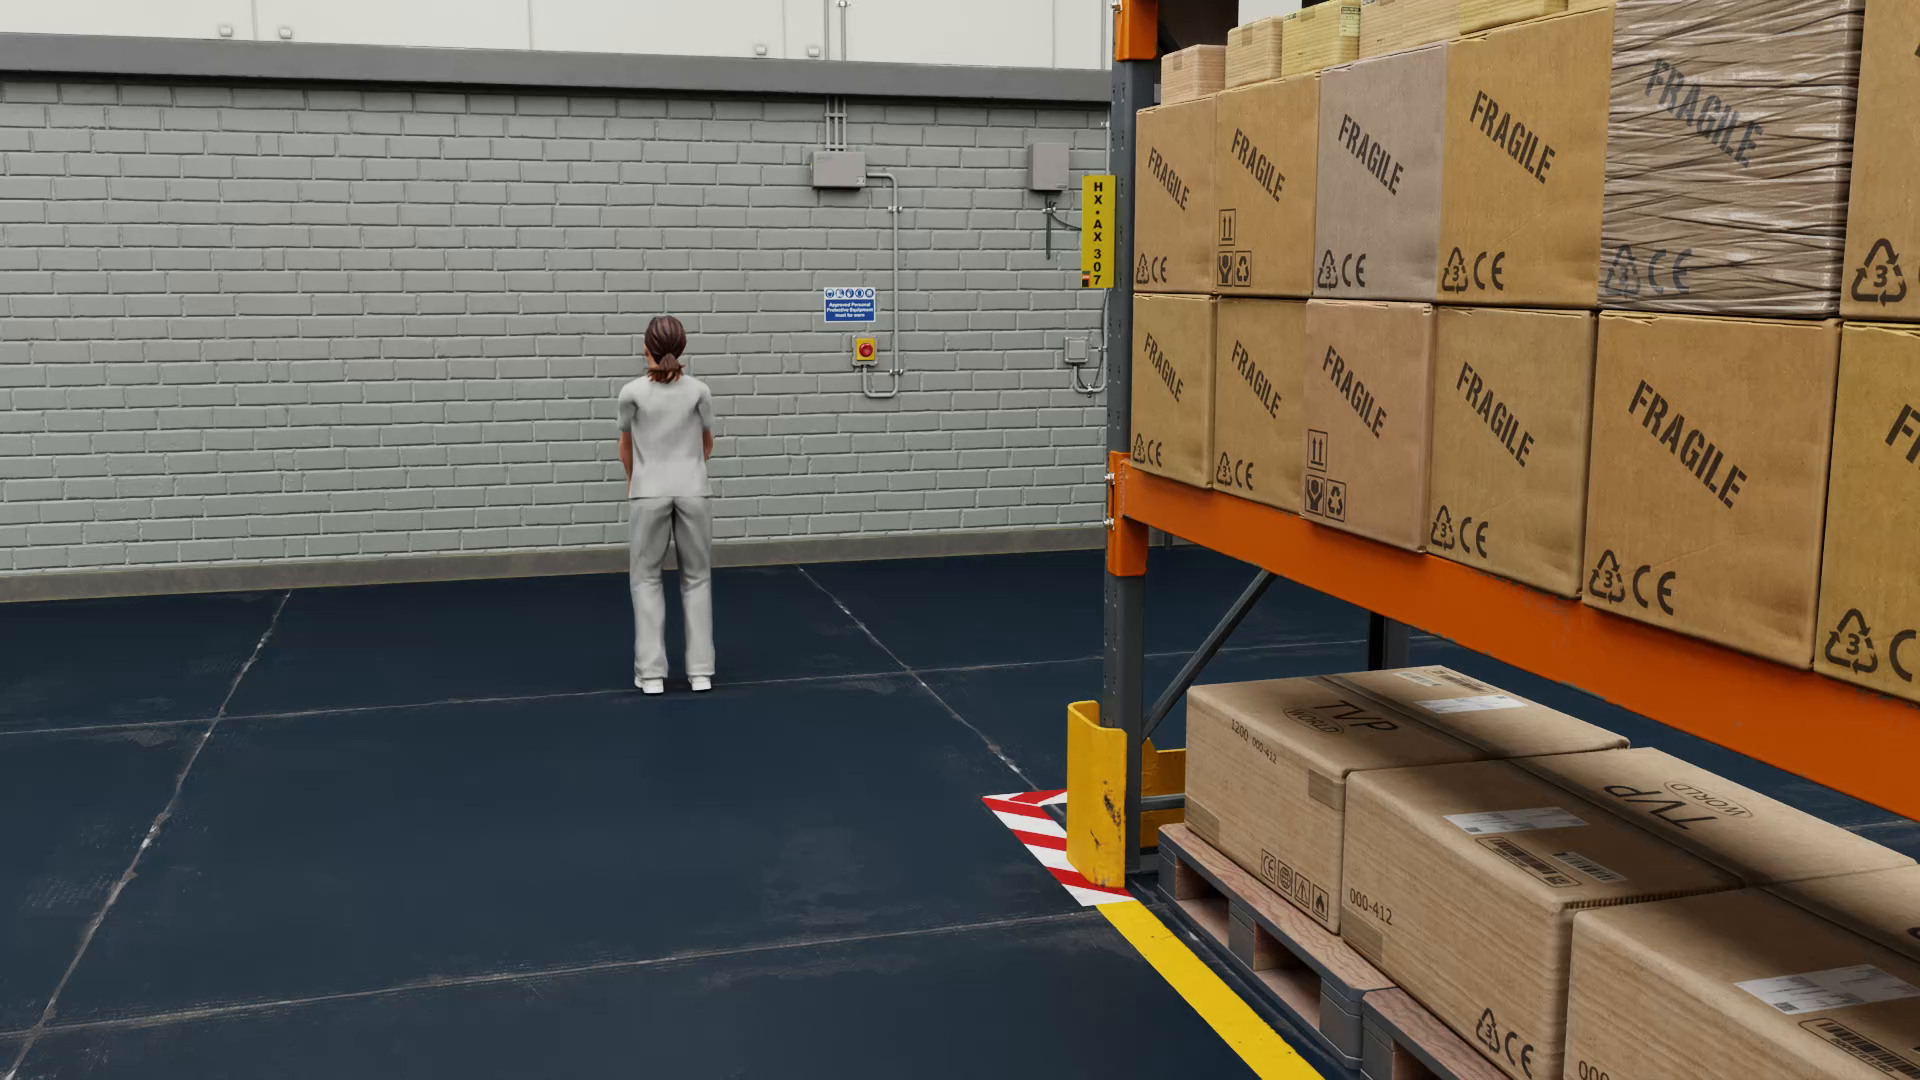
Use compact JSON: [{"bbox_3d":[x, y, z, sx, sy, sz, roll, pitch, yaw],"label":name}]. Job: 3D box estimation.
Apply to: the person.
[{"bbox_3d":[-1.306,-0.164,7.420,0.431,1.667,0.545,-3,10,-16],"label":"person"}]
